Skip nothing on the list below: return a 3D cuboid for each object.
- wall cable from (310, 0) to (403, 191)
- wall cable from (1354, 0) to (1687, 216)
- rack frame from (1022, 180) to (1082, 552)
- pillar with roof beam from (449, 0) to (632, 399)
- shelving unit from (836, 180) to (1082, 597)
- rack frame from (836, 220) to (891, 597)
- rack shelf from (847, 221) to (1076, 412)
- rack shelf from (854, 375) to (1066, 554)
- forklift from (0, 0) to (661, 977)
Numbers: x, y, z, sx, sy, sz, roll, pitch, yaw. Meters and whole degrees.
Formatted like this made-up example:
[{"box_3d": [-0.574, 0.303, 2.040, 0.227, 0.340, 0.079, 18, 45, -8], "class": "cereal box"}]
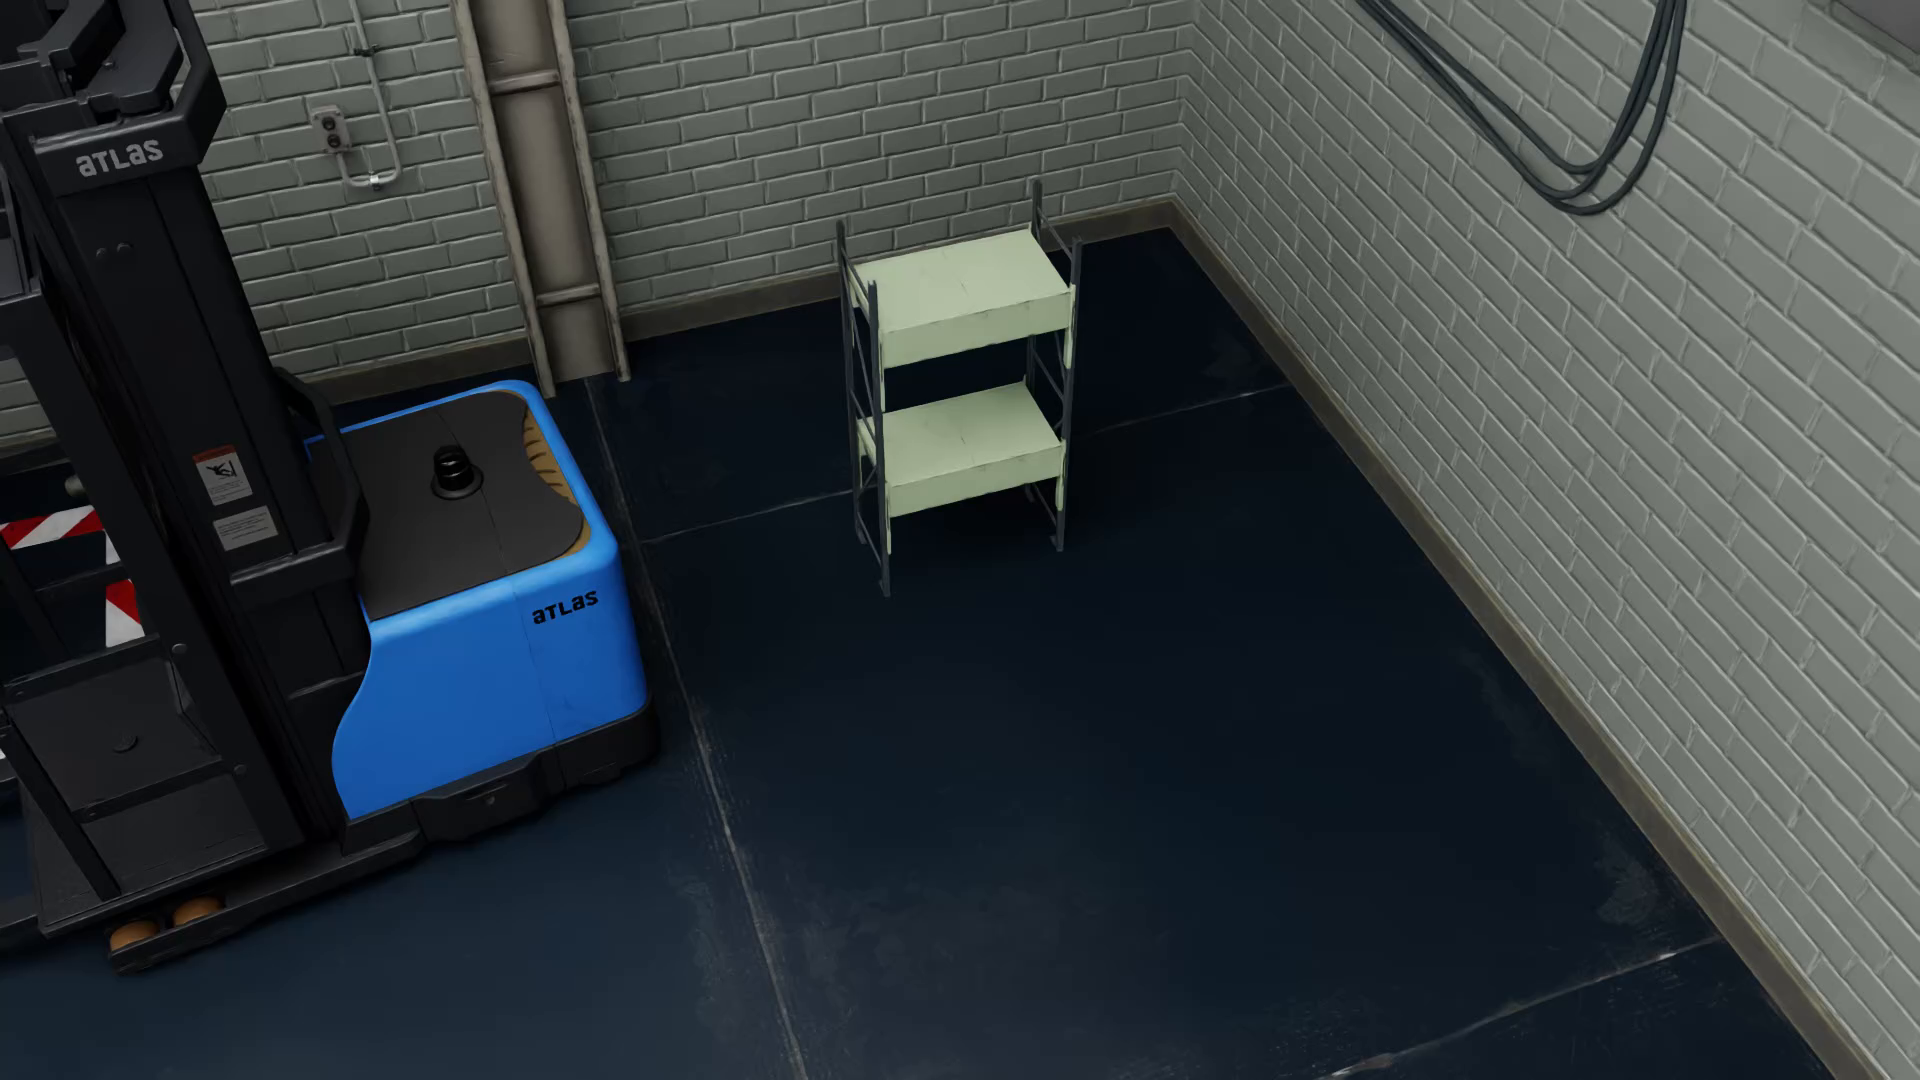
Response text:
[{"box_3d": [-3.074, -1.906, 5.814, 1.851, 1.984, 0.084, -14, 47, -14], "class": "wall cable"}, {"box_3d": [1.484, -2.753, 5.332, 0.112, 2.526, 3.097, -14, 47, -14], "class": "wall cable"}, {"box_3d": [0.338, -0.616, 6.305, 0.023, 1.500, 0.400, -14, 47, -14], "class": "rack frame"}, {"box_3d": [-0.249, -1.084, 1.477, 0.400, 9.000, 9.100, -14, 47, -14], "class": "pillar with roof beam"}, {"box_3d": [-0.006, -0.528, 6.217, 0.755, 1.500, 0.431, -14, 47, -14], "class": "shelving unit"}, {"box_3d": [-0.351, -0.440, 6.129, 0.023, 1.500, 0.400, -14, 47, -14], "class": "rack frame"}, {"box_3d": [-0.006, -0.803, 5.941, 0.720, 0.370, 0.431, -14, 47, -14], "class": "rack shelf"}, {"box_3d": [-0.006, -0.298, 6.448, 0.720, 0.370, 0.431, -14, 47, -14], "class": "rack shelf"}, {"box_3d": [-2.618, -0.080, 4.760, 3.031, 2.935, 1.130, -20, 48, -19], "class": "forklift"}]
